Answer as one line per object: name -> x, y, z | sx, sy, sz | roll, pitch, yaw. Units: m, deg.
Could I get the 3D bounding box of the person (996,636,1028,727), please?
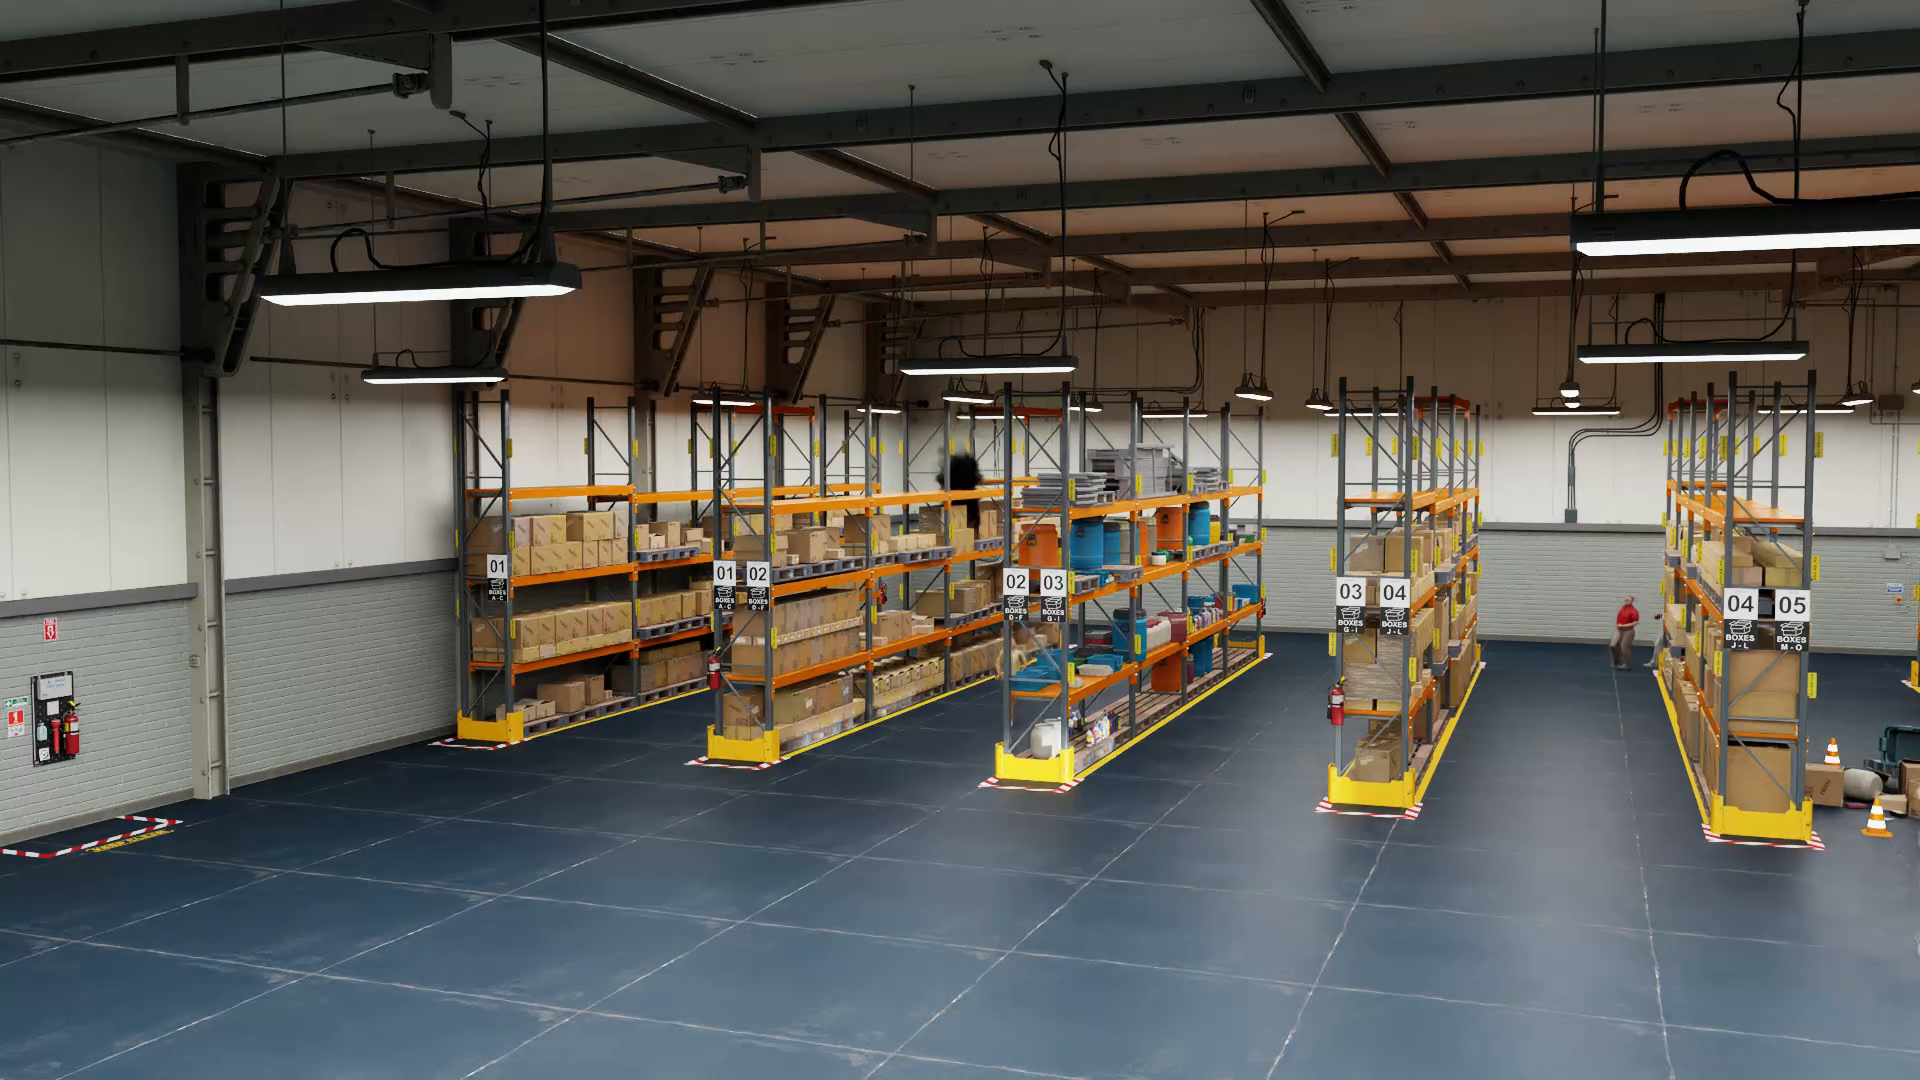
person -> 0.932, 2.537, 30.098 | 0.581, 1.629, 0.633 | 0, 3, 6

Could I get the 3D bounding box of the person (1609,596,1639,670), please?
person -> 14.973, 2.109, 37.457 | 0.649, 1.730, 0.706 | -2, 4, -27

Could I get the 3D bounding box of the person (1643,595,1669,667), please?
person -> 16.046, 2.035, 37.760 | 0.961, 1.728, 0.752 | 1, 3, 16
